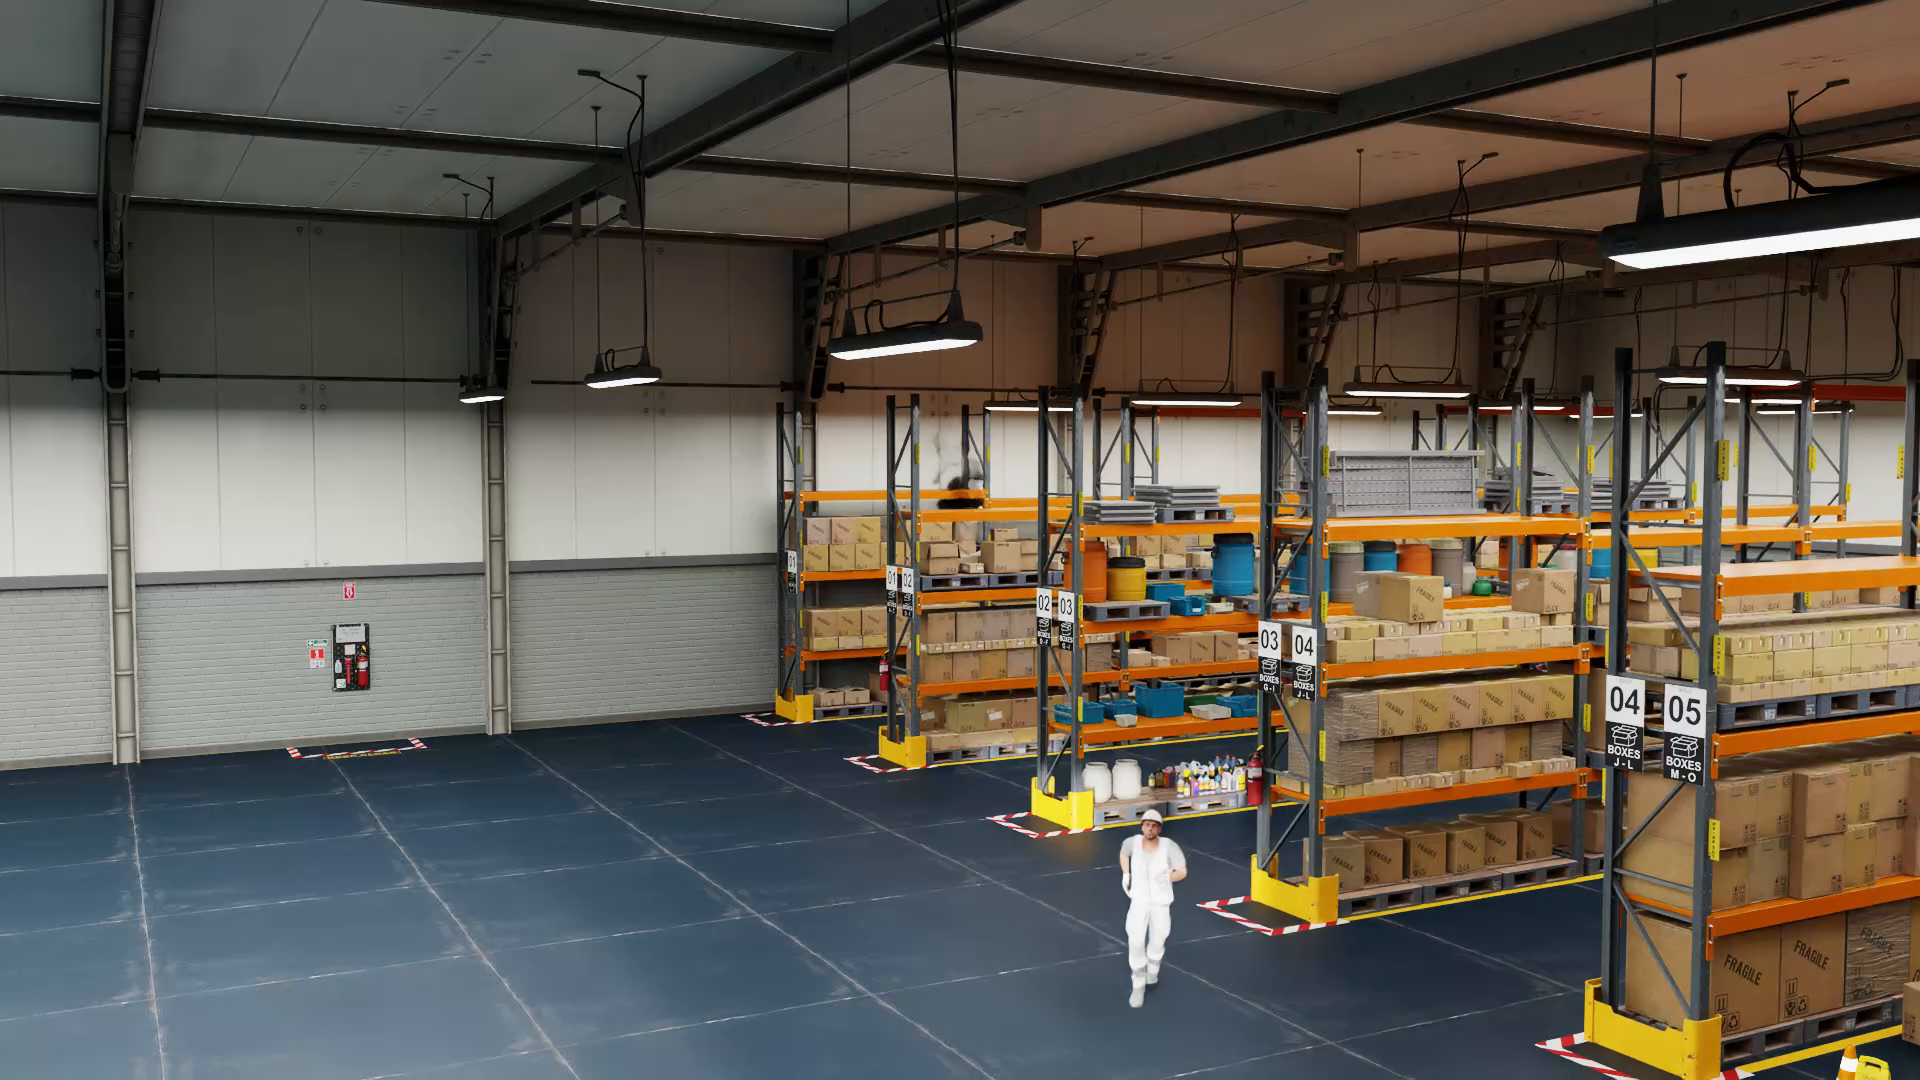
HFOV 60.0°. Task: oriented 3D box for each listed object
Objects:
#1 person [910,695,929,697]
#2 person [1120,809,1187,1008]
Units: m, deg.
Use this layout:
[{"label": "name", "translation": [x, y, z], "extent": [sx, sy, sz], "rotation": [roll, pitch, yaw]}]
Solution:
[{"label": "person", "translation": [-0.667, 2.630, 29.400], "extent": [0.575, 1.743, 0.690], "rotation": [-2, 4, -31]}, {"label": "person", "translation": [1.802, 3.403, 15.545], "extent": [0.632, 1.823, 0.823], "rotation": [0, 3, 9]}]
